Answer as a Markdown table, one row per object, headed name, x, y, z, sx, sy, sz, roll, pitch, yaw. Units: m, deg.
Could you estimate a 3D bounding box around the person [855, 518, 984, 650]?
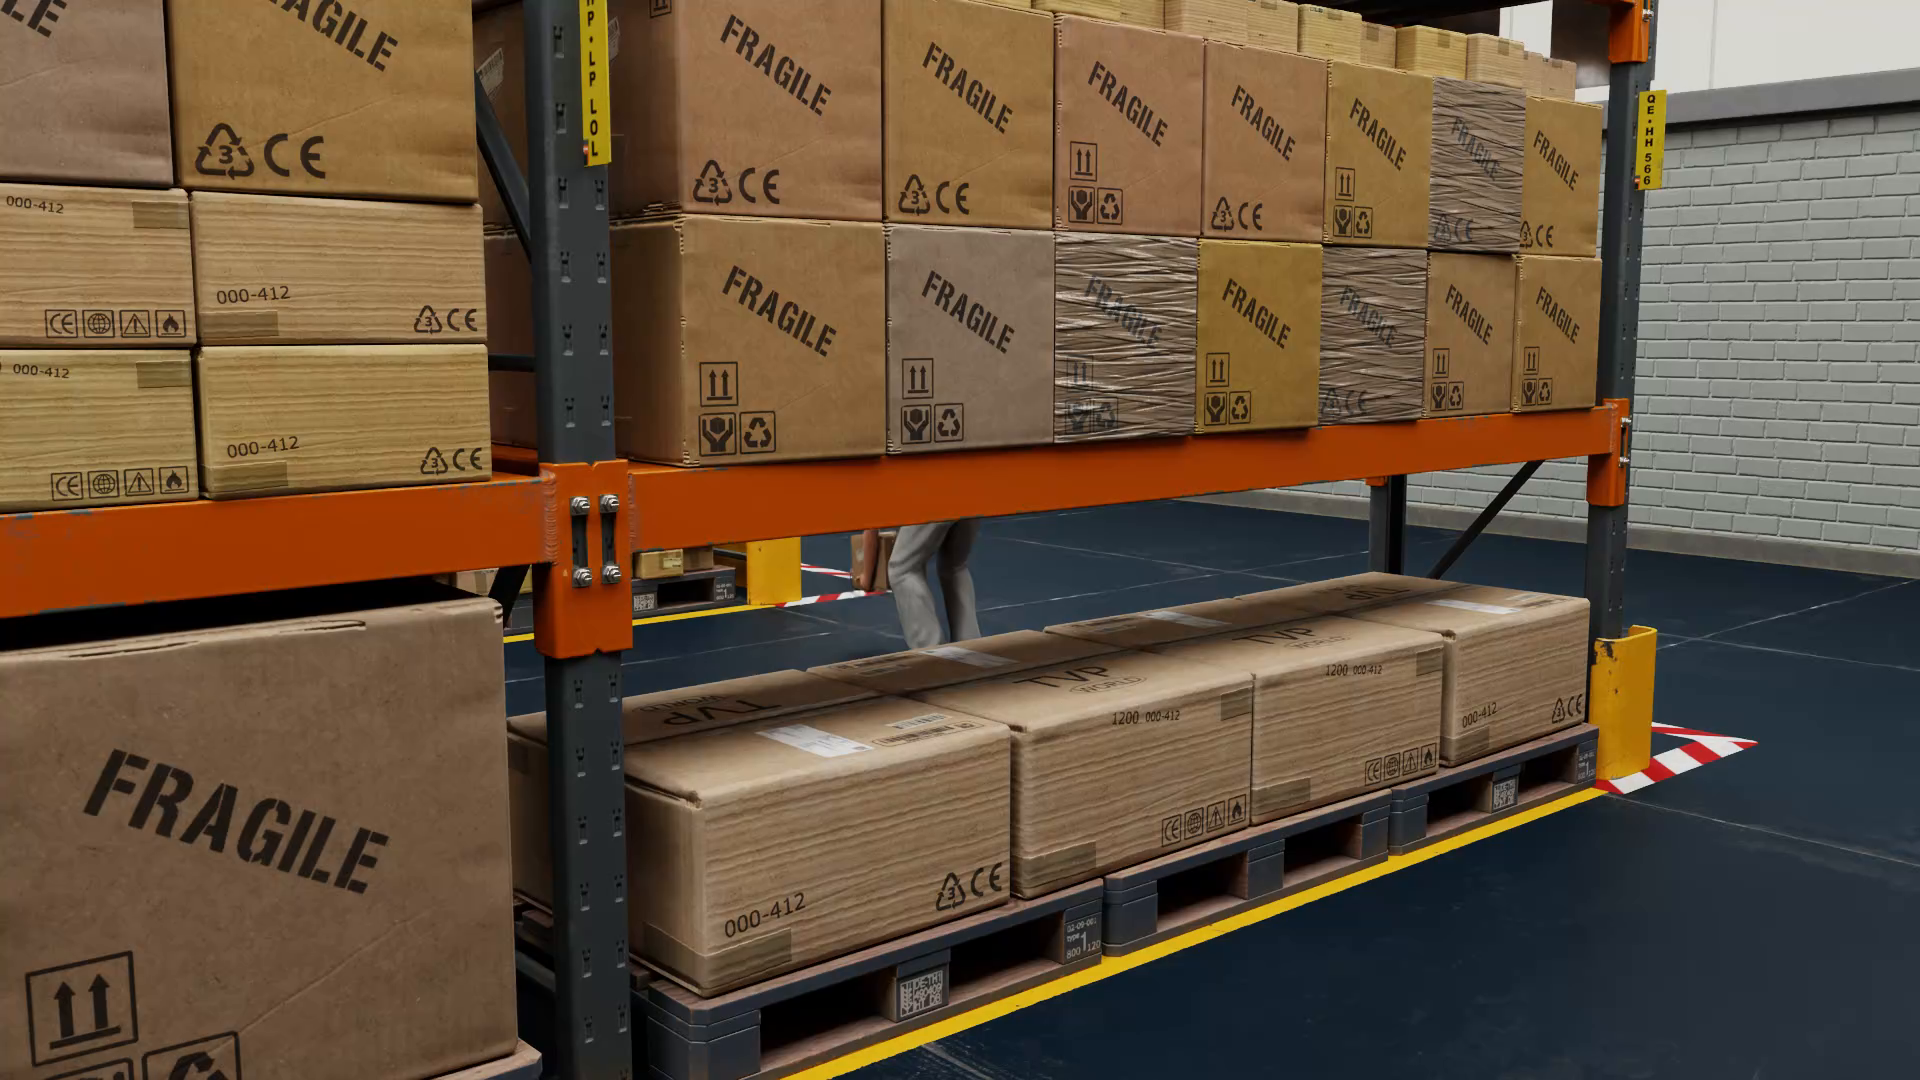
| name | x | y | z | sx | sy | sz | roll | pitch | yaw |
| --- | --- | --- | --- | --- | --- | --- | --- | --- | --- |
| person | -0.235 | 0.025 | 7.729 | 0.425 | 1.124 | 0.870 | -7 | 10 | -43 |
